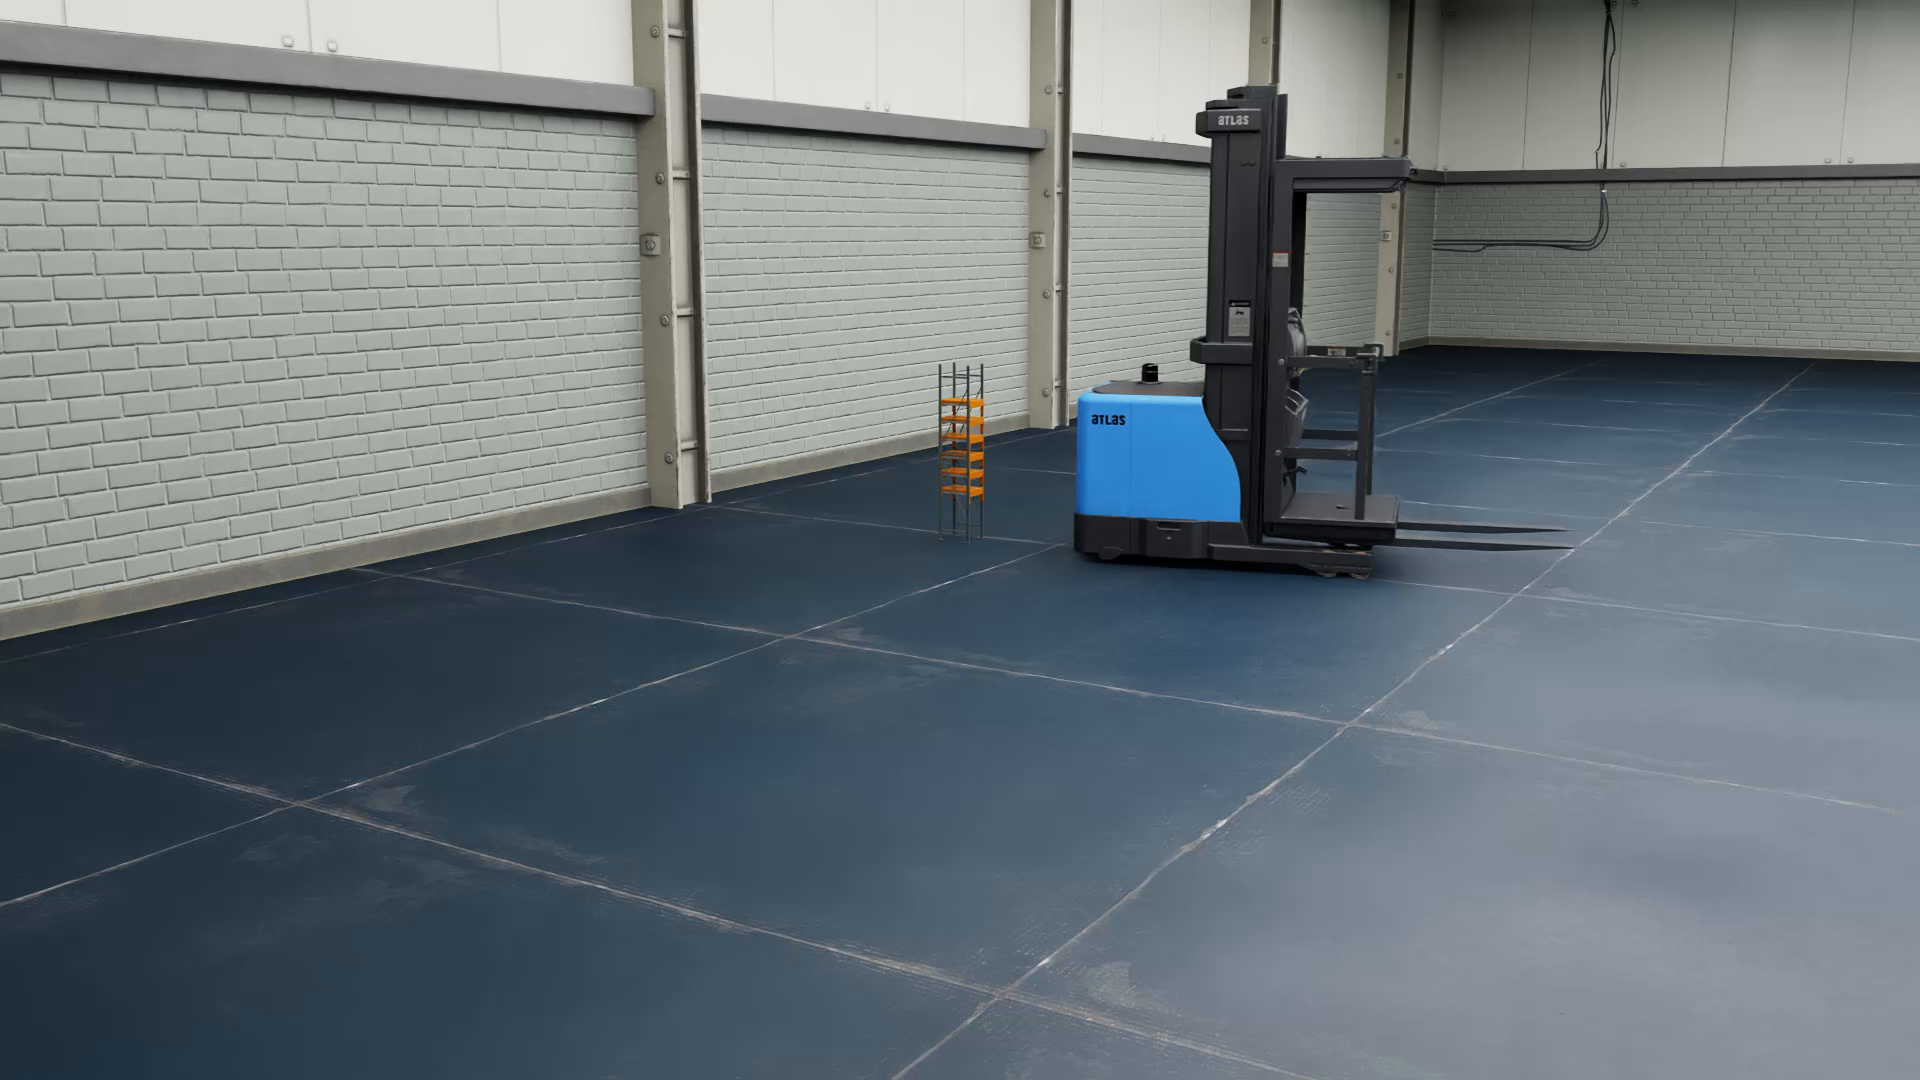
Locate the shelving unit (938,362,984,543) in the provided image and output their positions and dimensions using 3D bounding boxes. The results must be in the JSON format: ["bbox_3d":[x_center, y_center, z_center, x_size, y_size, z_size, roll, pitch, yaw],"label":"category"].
[{"bbox_3d":[0.008,-0.592,11.270,0.258,1.200,0.189,6,12,31],"label":"shelving unit"}]

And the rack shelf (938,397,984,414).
[{"bbox_3d":[0.008,-0.902,11.212,0.258,0.103,0.180,6,12,31],"label":"rack shelf"}]

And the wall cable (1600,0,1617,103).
[{"bbox_3d":[12.150,-8.571,27.413,3.097,2.526,0.112,6,12,31],"label":"wall cable"}]

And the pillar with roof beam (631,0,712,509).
[{"bbox_3d":[1.512,-4.295,9.854,9.100,9.000,0.400,6,12,31],"label":"pillar with roof beam"}]

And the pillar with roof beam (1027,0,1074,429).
[{"bbox_3d":[4.627,-5.238,14.895,9.100,9.000,0.400,6,12,31],"label":"pillar with roof beam"}]

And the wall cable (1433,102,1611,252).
[{"bbox_3d":[9.838,-6.348,29.258,3.097,2.526,0.112,6,12,31],"label":"wall cable"}]

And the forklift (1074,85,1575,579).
[{"bbox_3d":[2.304,-1.313,10.418,3.031,2.935,1.130,3,11,16],"label":"forklift"}]

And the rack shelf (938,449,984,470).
[{"bbox_3d":[0.008,-0.548,11.279,0.258,0.103,0.180,6,12,31],"label":"rack shelf"}]

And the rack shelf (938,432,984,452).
[{"bbox_3d":[0.008,-0.666,11.257,0.258,0.103,0.180,6,12,31],"label":"rack shelf"}]

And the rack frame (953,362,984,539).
[{"bbox_3d":[0.055,-0.606,11.347,0.240,1.200,0.006,6,12,31],"label":"rack frame"}]

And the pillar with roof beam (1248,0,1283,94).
[{"bbox_3d":[7.742,-6.182,19.935,9.100,9.000,0.400,6,12,31],"label":"pillar with roof beam"}]

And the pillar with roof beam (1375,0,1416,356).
[{"bbox_3d":[10.857,-7.126,24.975,9.100,9.000,0.400,6,12,31],"label":"pillar with roof beam"}]

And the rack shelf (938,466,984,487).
[{"bbox_3d":[0.008,-0.430,11.301,0.258,0.103,0.180,6,12,31],"label":"rack shelf"}]

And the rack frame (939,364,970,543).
[{"bbox_3d":[-0.040,-0.578,11.194,0.240,1.200,0.006,6,12,31],"label":"rack frame"}]

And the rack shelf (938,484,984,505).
[{"bbox_3d":[0.008,-0.312,11.323,0.258,0.103,0.180,6,12,31],"label":"rack shelf"}]

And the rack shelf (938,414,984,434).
[{"bbox_3d":[0.008,-0.784,11.234,0.258,0.103,0.180,6,12,31],"label":"rack shelf"}]
